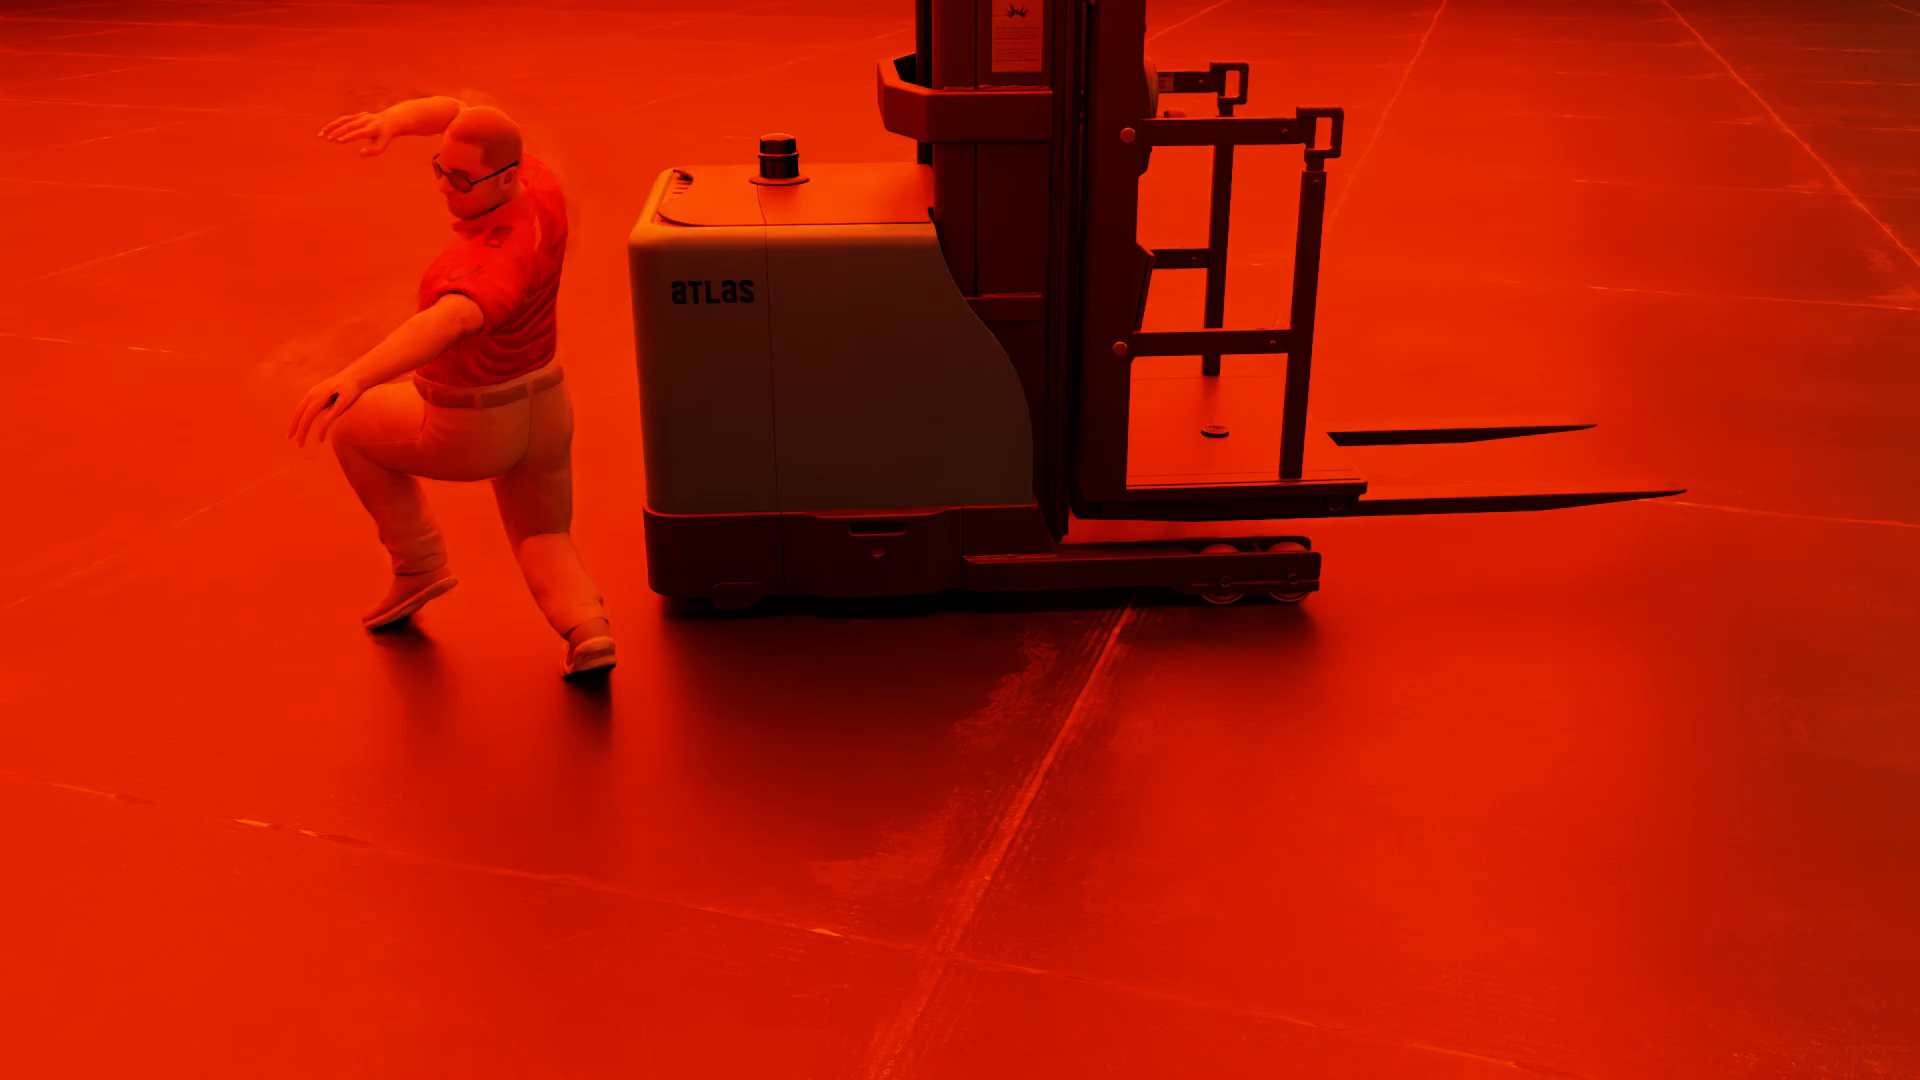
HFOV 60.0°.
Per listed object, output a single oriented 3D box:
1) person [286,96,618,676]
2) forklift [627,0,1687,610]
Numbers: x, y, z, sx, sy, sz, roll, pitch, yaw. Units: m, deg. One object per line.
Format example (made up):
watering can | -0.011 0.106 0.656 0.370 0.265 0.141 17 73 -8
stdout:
person | -1.357 -0.276 3.957 0.920 1.459 1.029 14 26 30
forklift | 0.606 -1.374 4.608 3.031 2.935 1.130 -2 23 -4
